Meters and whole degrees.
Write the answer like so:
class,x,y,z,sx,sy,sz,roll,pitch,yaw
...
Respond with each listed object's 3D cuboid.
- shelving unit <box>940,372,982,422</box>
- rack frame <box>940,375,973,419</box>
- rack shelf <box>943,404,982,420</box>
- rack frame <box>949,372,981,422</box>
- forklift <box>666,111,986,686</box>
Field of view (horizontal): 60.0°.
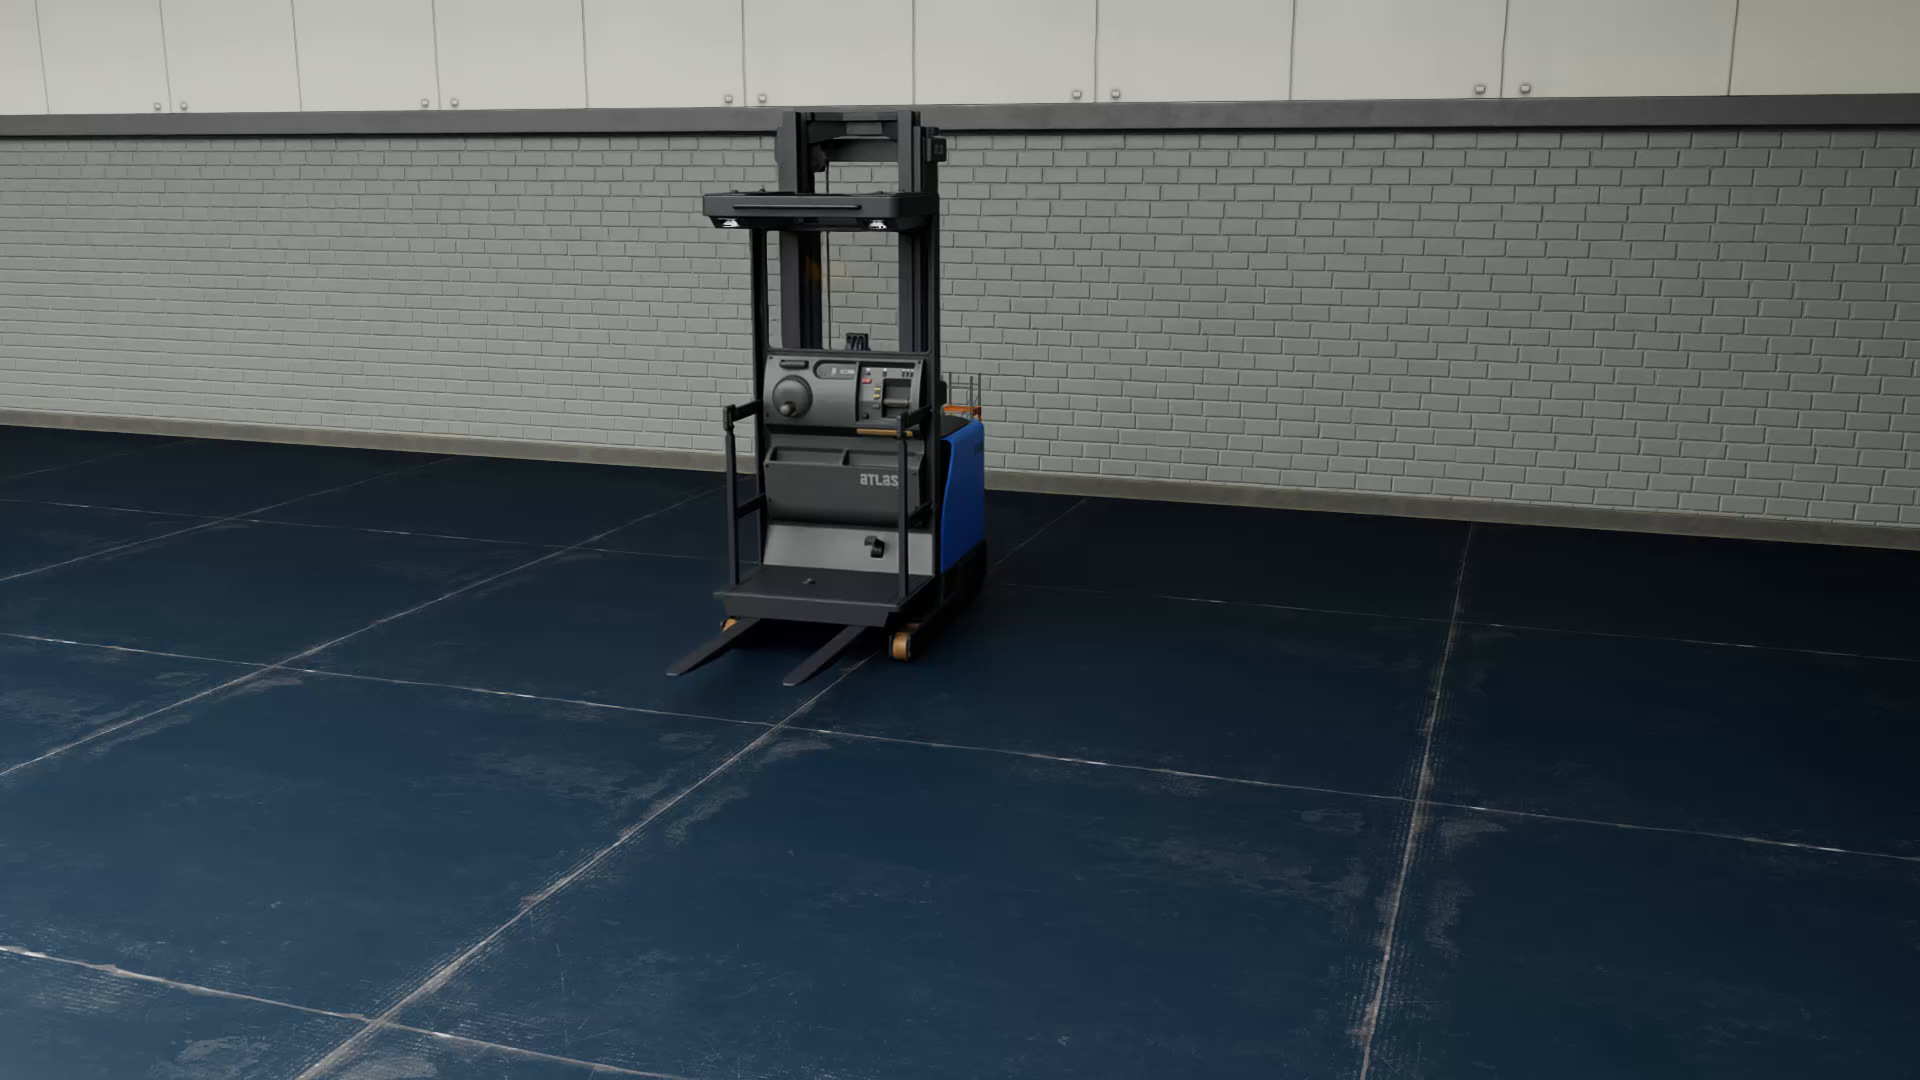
class,x,y,z,sx,sy,sz,roll,pitch,yaw
shelving unit,0.005,-0.588,11.868,0.258,1.200,0.189,4,14,18
rack frame,-0.025,-0.569,11.783,0.240,1.200,0.006,4,14,18
rack shelf,0.005,-0.896,11.798,0.258,0.103,0.180,4,14,18
rack frame,0.034,-0.607,11.952,0.240,1.200,0.006,4,14,18
forklift,-0.714,-0.862,9.177,1.130,2.935,3.031,3,13,15
